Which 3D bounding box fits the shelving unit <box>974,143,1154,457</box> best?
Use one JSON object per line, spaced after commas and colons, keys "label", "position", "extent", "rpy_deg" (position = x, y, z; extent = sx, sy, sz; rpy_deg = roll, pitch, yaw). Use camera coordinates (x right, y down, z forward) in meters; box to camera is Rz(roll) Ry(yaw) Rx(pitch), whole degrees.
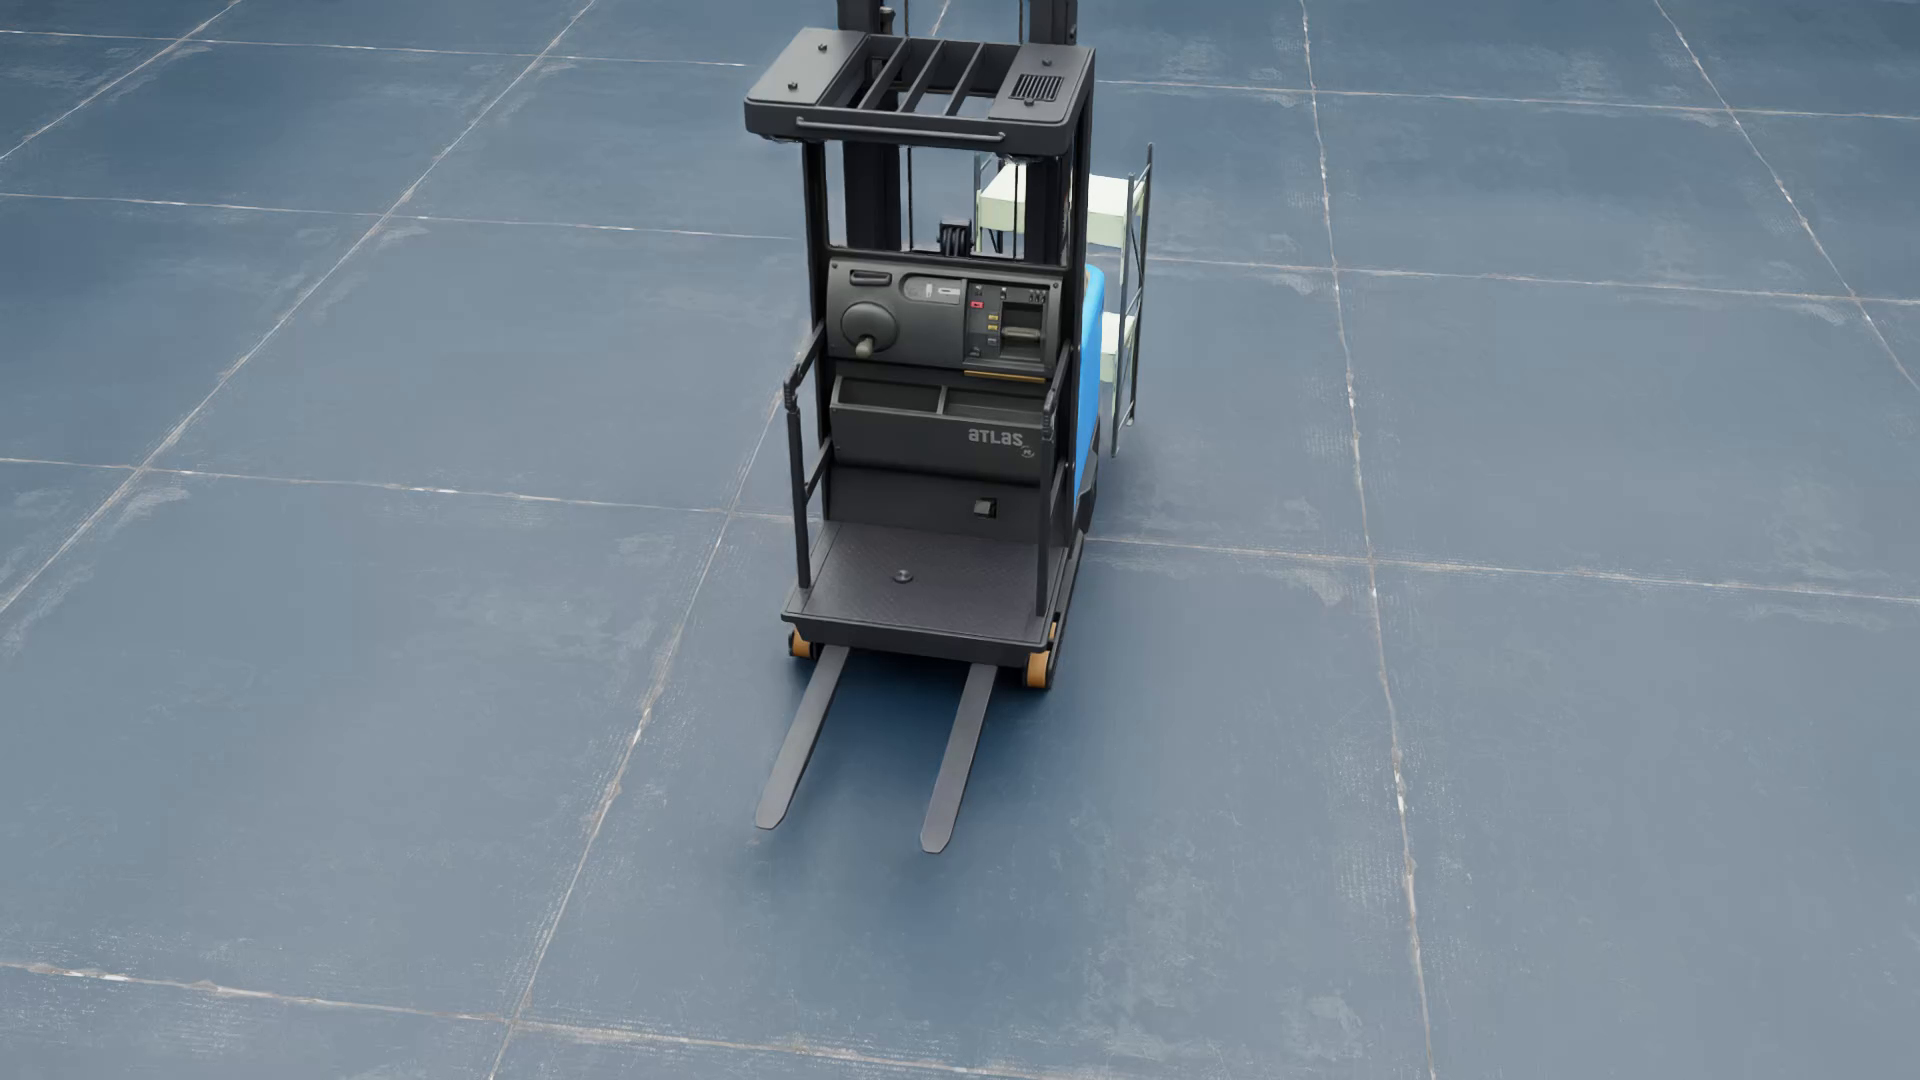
{"label": "shelving unit", "position": [0.486, -1.206, 8.148], "extent": [0.755, 1.500, 0.431], "rpy_deg": [11, 37, 15]}

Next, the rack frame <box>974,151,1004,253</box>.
{"label": "rack frame", "position": [0.140, -1.275, 8.246], "extent": [0.023, 1.500, 0.400], "rpy_deg": [11, 37, 15]}

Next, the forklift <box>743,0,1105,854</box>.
{"label": "forklift", "position": [-0.106, -0.813, 6.366], "extent": [1.130, 2.935, 3.031], "rpy_deg": [7, 36, 9]}

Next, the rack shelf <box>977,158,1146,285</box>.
{"label": "rack shelf", "position": [0.486, -1.523, 7.921], "extent": [0.720, 0.370, 0.431], "rpy_deg": [11, 37, 15]}

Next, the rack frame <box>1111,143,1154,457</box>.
{"label": "rack frame", "position": [0.832, -1.136, 8.050], "extent": [0.023, 1.500, 0.400], "rpy_deg": [11, 37, 15]}

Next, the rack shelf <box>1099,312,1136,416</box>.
{"label": "rack shelf", "position": [0.486, -0.940, 8.338], "extent": [0.720, 0.370, 0.431], "rpy_deg": [11, 37, 15]}
